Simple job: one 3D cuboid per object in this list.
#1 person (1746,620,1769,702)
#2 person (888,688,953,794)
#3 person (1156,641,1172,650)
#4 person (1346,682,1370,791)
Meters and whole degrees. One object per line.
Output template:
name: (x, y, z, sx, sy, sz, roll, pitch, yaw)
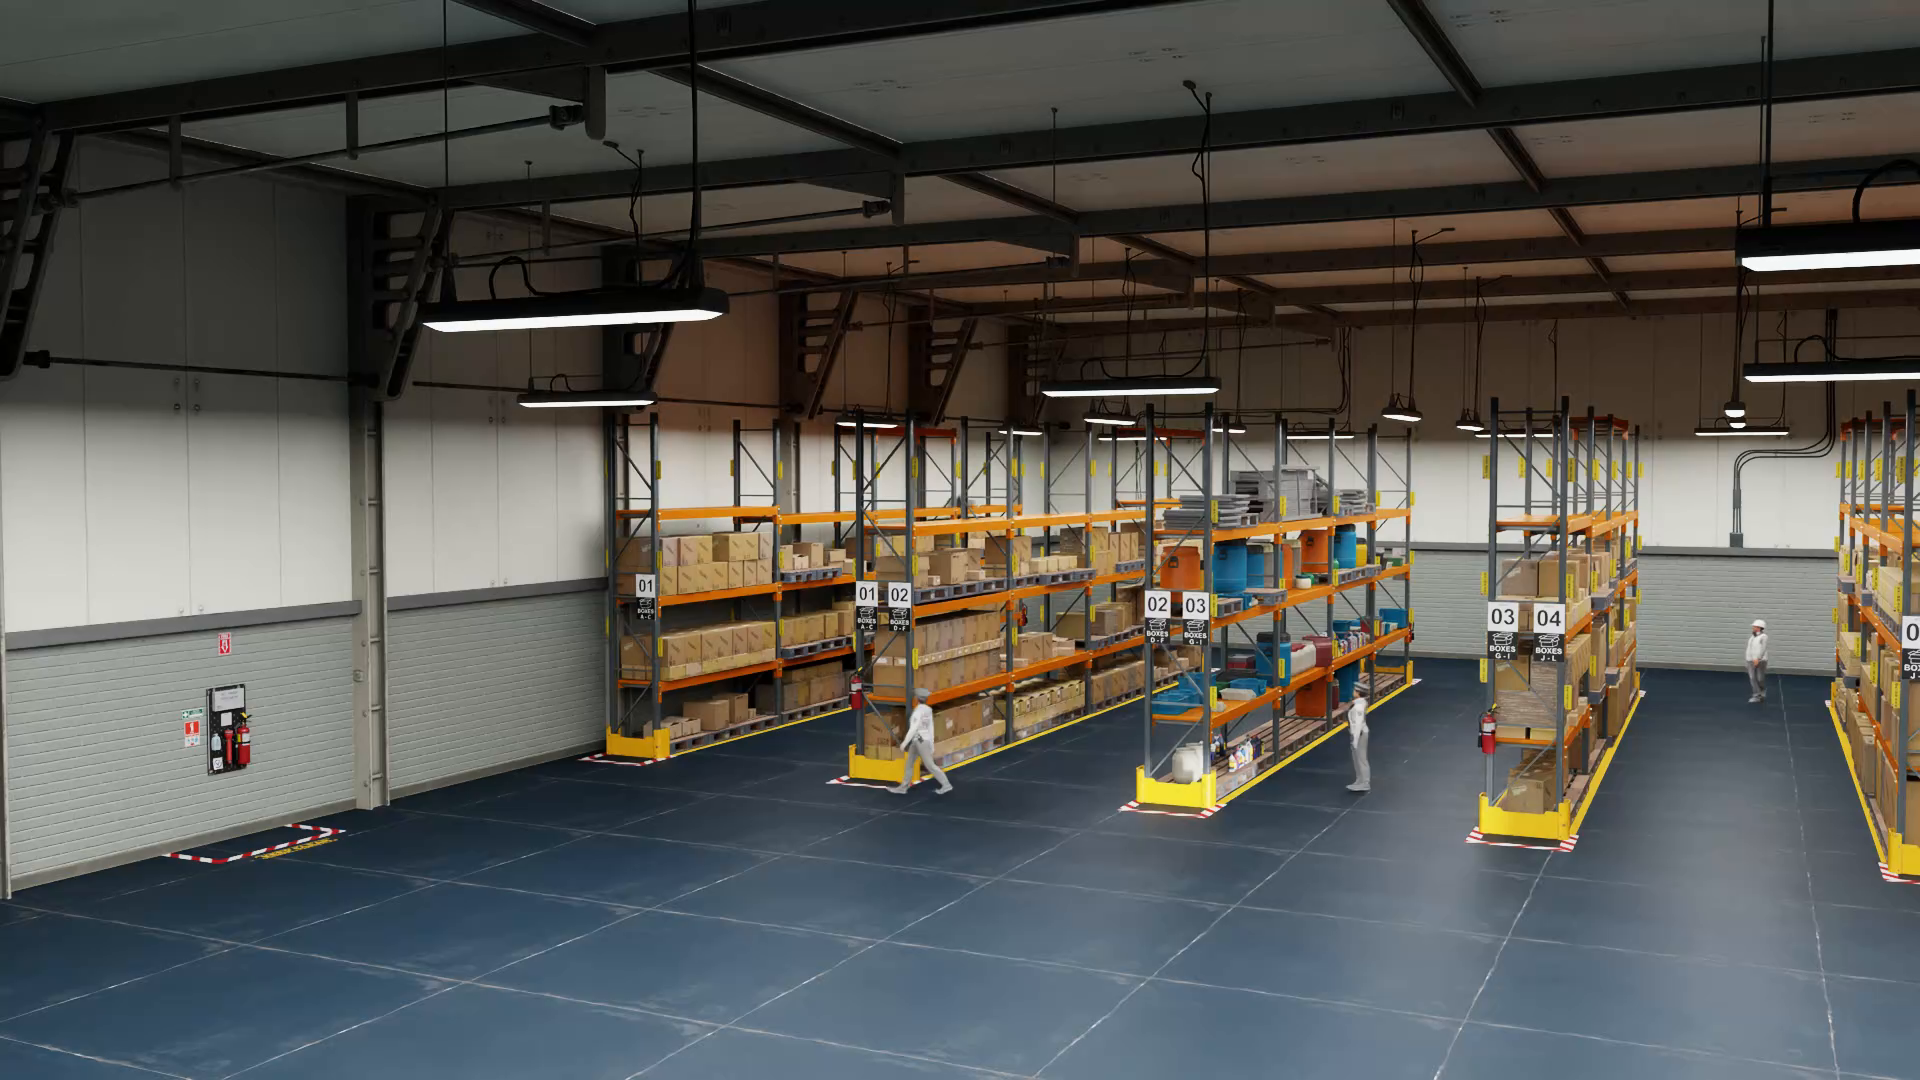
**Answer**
person: (17.284, 2.624, 36.046, 0.654, 1.752, 0.532, -1, 3, -29)
person: (-0.623, 3.093, 25.506, 0.944, 1.646, 0.420, 0, 2, -5)
person: (5.176, 2.366, 42.712, 0.501, 1.670, 0.391, 0, 2, -10)
person: (6.204, 3.064, 25.961, 0.381, 1.700, 0.502, 0, 2, -1)
